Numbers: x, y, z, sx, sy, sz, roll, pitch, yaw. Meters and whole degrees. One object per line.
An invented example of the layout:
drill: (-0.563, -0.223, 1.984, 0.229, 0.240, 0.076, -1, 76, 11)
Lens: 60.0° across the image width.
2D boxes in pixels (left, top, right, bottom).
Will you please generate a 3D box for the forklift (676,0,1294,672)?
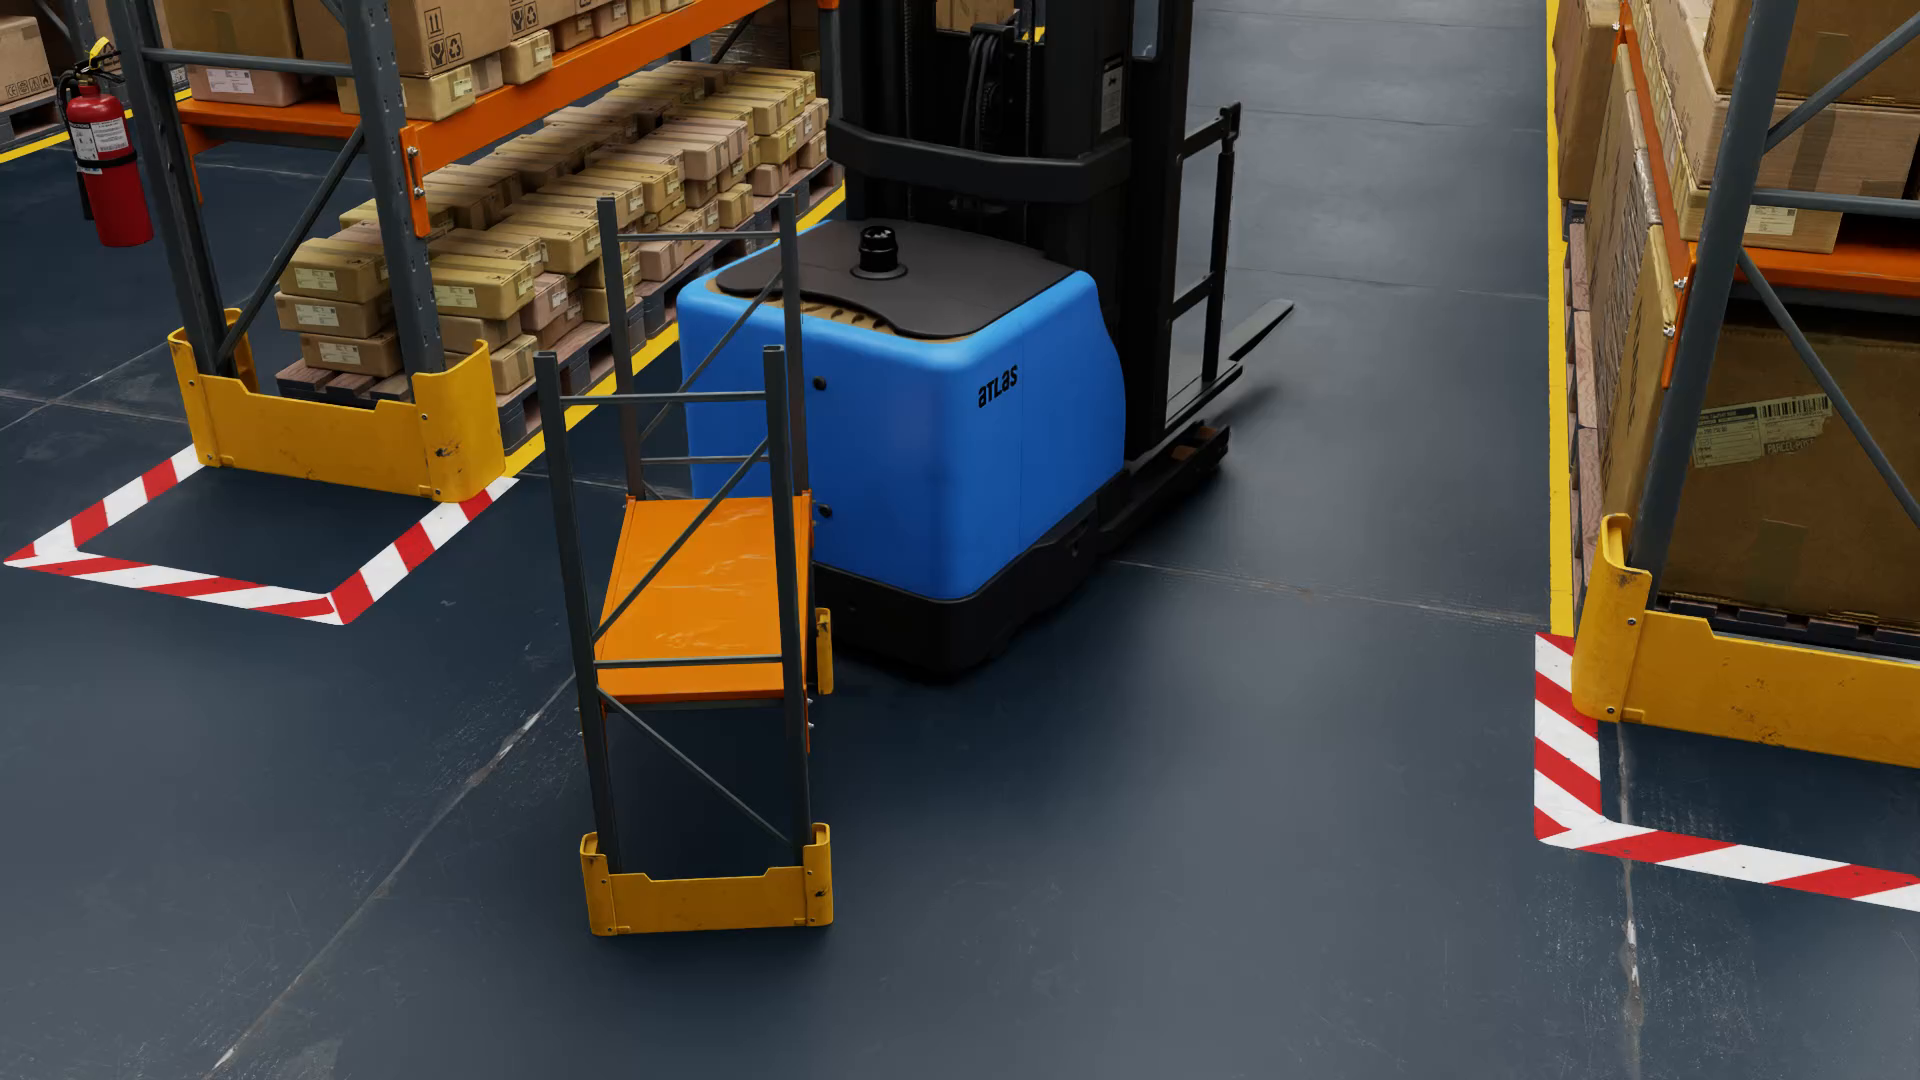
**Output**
forklift: (0.349, -1.568, 5.554, 1.130, 2.935, 3.031, 17, 33, 27)

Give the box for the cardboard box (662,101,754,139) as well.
cardboard box: (-1.250, -2.066, 8.267, 0.380, 0.149, 0.250, 9, 30, 17)

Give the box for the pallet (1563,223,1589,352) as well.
pallet: (3.273, -1.106, 7.520, 1.003, 0.211, 1.213, 8, 30, 15)

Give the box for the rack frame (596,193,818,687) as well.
rack frame: (-0.672, -0.218, 4.600, 0.500, 1.500, 0.032, -2, 29, -3)

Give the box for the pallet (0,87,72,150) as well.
pallet: (-6.200, -2.520, 10.062, 1.003, 0.211, 1.213, 8, 30, 15)

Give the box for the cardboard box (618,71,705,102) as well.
cardboard box: (-1.577, -2.369, 8.811, 0.380, 0.149, 0.250, 10, 31, 17)

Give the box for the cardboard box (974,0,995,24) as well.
cardboard box: (-0.066, -3.787, 11.612, 0.500, 0.500, 0.500, 10, 31, 17)

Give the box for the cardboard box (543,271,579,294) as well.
cardboard box: (-1.794, -1.082, 6.805, 0.380, 0.149, 0.250, 9, 30, 16)

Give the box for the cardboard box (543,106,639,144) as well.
cardboard box: (-1.812, -2.013, 8.172, 0.380, 0.149, 0.250, 9, 30, 16)

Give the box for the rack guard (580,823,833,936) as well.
rack guard: (-0.605, 0.820, 4.018, 0.587, 0.250, 0.087, -2, 29, -3)

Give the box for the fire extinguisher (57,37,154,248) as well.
fire extinguisher: (-2.830, -1.314, 5.490, 0.296, 0.674, 0.183, 8, 30, 15)

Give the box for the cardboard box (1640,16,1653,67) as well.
cardboard box: (2.787, -1.864, 6.274, 0.380, 0.149, 0.250, 9, 30, 15)

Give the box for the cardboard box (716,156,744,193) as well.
cardboard box: (-1.282, -1.819, 8.128, 0.380, 0.149, 0.250, 9, 30, 16)

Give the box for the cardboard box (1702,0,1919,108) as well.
cardboard box: (2.289, -1.464, 4.372, 0.500, 0.500, 0.500, 9, 30, 15)

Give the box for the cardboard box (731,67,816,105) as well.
cardboard box: (-0.996, -2.416, 8.897, 0.380, 0.149, 0.250, 9, 30, 16)

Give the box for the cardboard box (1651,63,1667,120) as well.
cardboard box: (2.561, -1.506, 5.630, 0.380, 0.149, 0.250, 9, 30, 15)

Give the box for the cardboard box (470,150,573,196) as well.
cardboard box: (-1.973, -1.640, 7.501, 0.380, 0.149, 0.250, 7, 30, 13)

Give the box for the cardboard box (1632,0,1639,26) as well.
cardboard box: (3.013, -2.222, 6.917, 0.380, 0.149, 0.250, 9, 30, 17)

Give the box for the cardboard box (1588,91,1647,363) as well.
cardboard box: (3.037, -1.208, 6.589, 0.875, 0.875, 0.875, 8, 30, 15)

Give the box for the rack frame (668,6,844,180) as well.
rack frame: (-1.141, -3.421, 8.814, 1.000, 3.000, 0.127, 8, 30, 15)

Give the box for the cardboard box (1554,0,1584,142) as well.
cardboard box: (4.002, -2.637, 9.159, 1.225, 0.875, 0.875, 7, 30, 13)

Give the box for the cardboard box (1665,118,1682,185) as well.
cardboard box: (2.337, -1.148, 4.987, 0.380, 0.149, 0.250, 9, 30, 15)

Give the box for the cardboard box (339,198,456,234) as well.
cardboard box: (-2.318, -1.289, 6.871, 0.380, 0.149, 0.250, 8, 30, 14)

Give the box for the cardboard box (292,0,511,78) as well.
cardboard box: (-1.919, -1.905, 5.680, 0.500, 0.500, 0.500, 10, 31, 17)

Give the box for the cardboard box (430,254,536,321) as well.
cardboard box: (-1.836, -0.955, 6.270, 0.380, 0.149, 0.250, 7, 30, 13)

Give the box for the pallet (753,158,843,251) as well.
pallet: (-1.304, -1.885, 8.922, 1.003, 0.211, 1.213, 8, 30, 15)

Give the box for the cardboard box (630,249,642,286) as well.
cardboard box: (-1.626, -1.183, 7.291, 0.380, 0.149, 0.250, 9, 30, 15)

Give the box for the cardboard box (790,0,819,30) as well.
cardboard box: (-0.671, -3.146, 9.687, 0.500, 0.250, 0.500, 7, 30, 13)

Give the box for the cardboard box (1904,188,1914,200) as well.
cardboard box: (2.966, -1.054, 4.818, 0.380, 0.149, 0.250, 8, 30, 14)

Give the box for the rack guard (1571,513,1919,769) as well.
rack guard: (2.390, 0.296, 4.704, 1.175, 0.500, 0.348, 8, 30, 15)

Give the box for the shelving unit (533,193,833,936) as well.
shelving unit: (-0.638, 0.033, 4.149, 0.587, 1.500, 1.083, -2, 29, -3)

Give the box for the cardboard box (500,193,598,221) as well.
cardboard box: (-1.680, -1.326, 6.937, 0.380, 0.149, 0.250, 7, 30, 12)

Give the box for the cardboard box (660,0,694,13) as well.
cardboard box: (-1.391, -2.408, 7.252, 0.380, 0.149, 0.250, 9, 30, 16)

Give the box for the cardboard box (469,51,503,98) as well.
cardboard box: (-1.871, -1.680, 5.944, 0.380, 0.149, 0.250, 10, 30, 17)

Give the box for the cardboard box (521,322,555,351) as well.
cardboard box: (-1.856, -0.831, 6.659, 0.380, 0.149, 0.250, 8, 30, 15)

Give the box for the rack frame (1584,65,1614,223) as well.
rack frame: (3.571, -2.666, 7.458, 1.000, 3.000, 0.127, 8, 30, 15)

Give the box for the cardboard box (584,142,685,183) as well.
cardboard box: (-1.486, -1.700, 7.609, 0.380, 0.149, 0.250, 9, 30, 15)

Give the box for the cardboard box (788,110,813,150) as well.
cardboard box: (-0.997, -2.170, 8.759, 0.380, 0.149, 0.250, 7, 30, 12)

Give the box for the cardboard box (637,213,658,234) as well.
cardboard box: (-1.588, -1.455, 7.474, 0.380, 0.149, 0.250, 10, 31, 17)

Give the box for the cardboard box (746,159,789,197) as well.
cardboard box: (-1.102, -1.887, 8.557, 0.380, 0.149, 0.250, 7, 30, 13)

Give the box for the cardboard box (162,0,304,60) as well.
cardboard box: (-2.429, -1.982, 5.818, 0.500, 0.500, 0.500, 9, 30, 16)

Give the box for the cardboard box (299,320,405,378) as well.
cardboard box: (-2.359, -0.774, 6.557, 0.380, 0.149, 0.250, 9, 30, 16)

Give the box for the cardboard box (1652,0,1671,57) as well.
cardboard box: (2.733, -1.850, 5.838, 0.500, 0.250, 0.500, 9, 30, 15)

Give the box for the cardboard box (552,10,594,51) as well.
cardboard box: (-1.693, -2.060, 6.627, 0.380, 0.149, 0.250, 8, 30, 14)

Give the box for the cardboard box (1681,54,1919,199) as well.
cardboard box: (2.286, -1.135, 4.553, 0.500, 0.250, 0.500, 8, 30, 14)

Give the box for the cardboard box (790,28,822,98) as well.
cardboard box: (-0.670, -2.818, 9.869, 0.500, 0.500, 0.500, 10, 31, 17)

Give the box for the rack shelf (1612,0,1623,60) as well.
rack shelf: (4.158, -3.282, 9.303, 1.077, 0.370, 4.000, 8, 30, 15)

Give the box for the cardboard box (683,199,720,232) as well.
cardboard box: (-1.374, -1.535, 7.925, 0.380, 0.149, 0.250, 9, 30, 16)
